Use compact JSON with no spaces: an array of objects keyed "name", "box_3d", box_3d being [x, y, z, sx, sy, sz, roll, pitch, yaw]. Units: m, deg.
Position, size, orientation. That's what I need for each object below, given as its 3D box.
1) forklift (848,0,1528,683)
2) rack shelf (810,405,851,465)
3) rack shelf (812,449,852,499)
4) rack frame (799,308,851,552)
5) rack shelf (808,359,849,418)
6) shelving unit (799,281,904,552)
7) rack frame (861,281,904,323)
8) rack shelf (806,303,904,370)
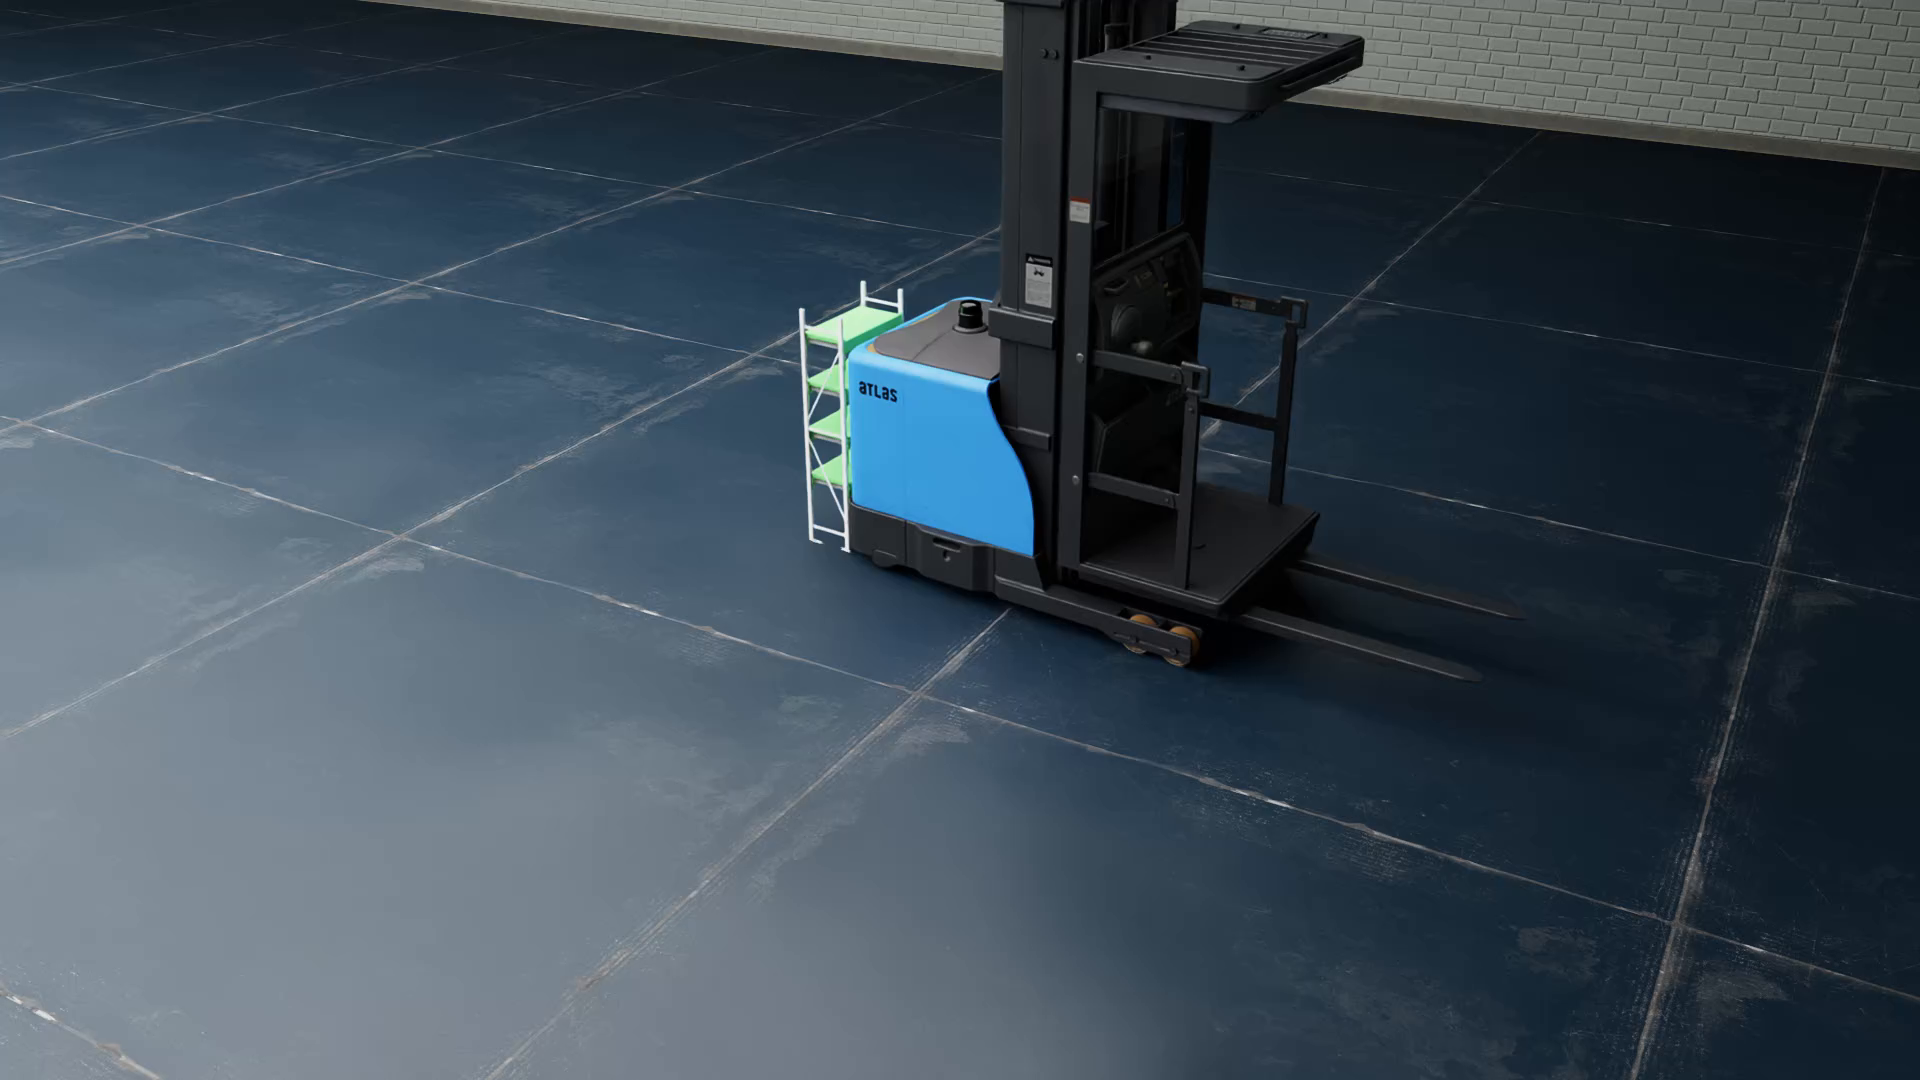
[{"name":"forklift","box_3d":[0.984,-1.039,7.052,3.031,2.935,1.130,16,31,29]},{"name":"rack shelf","box_3d":[-0.509,-0.543,8.137,0.258,0.148,0.480,16,31,29]},{"name":"rack shelf","box_3d":[-0.509,-0.328,8.244,0.258,0.148,0.480,16,31,29]},{"name":"rack frame","box_3d":[-0.640,-0.508,7.924,0.240,1.200,0.015,16,31,29]},{"name":"rack shelf","box_3d":[-0.509,-0.758,8.029,0.258,0.148,0.480,16,31,29]},{"name":"shelving unit","box_3d":[-0.509,-0.600,8.108,0.258,1.200,0.503,16,31,29]},{"name":"rack frame","box_3d":[-0.377,-0.692,8.292,0.240,1.200,0.015,16,31,29]},{"name":"rack shelf","box_3d":[-0.509,-0.972,7.922,0.258,0.148,0.480,16,31,29]}]
